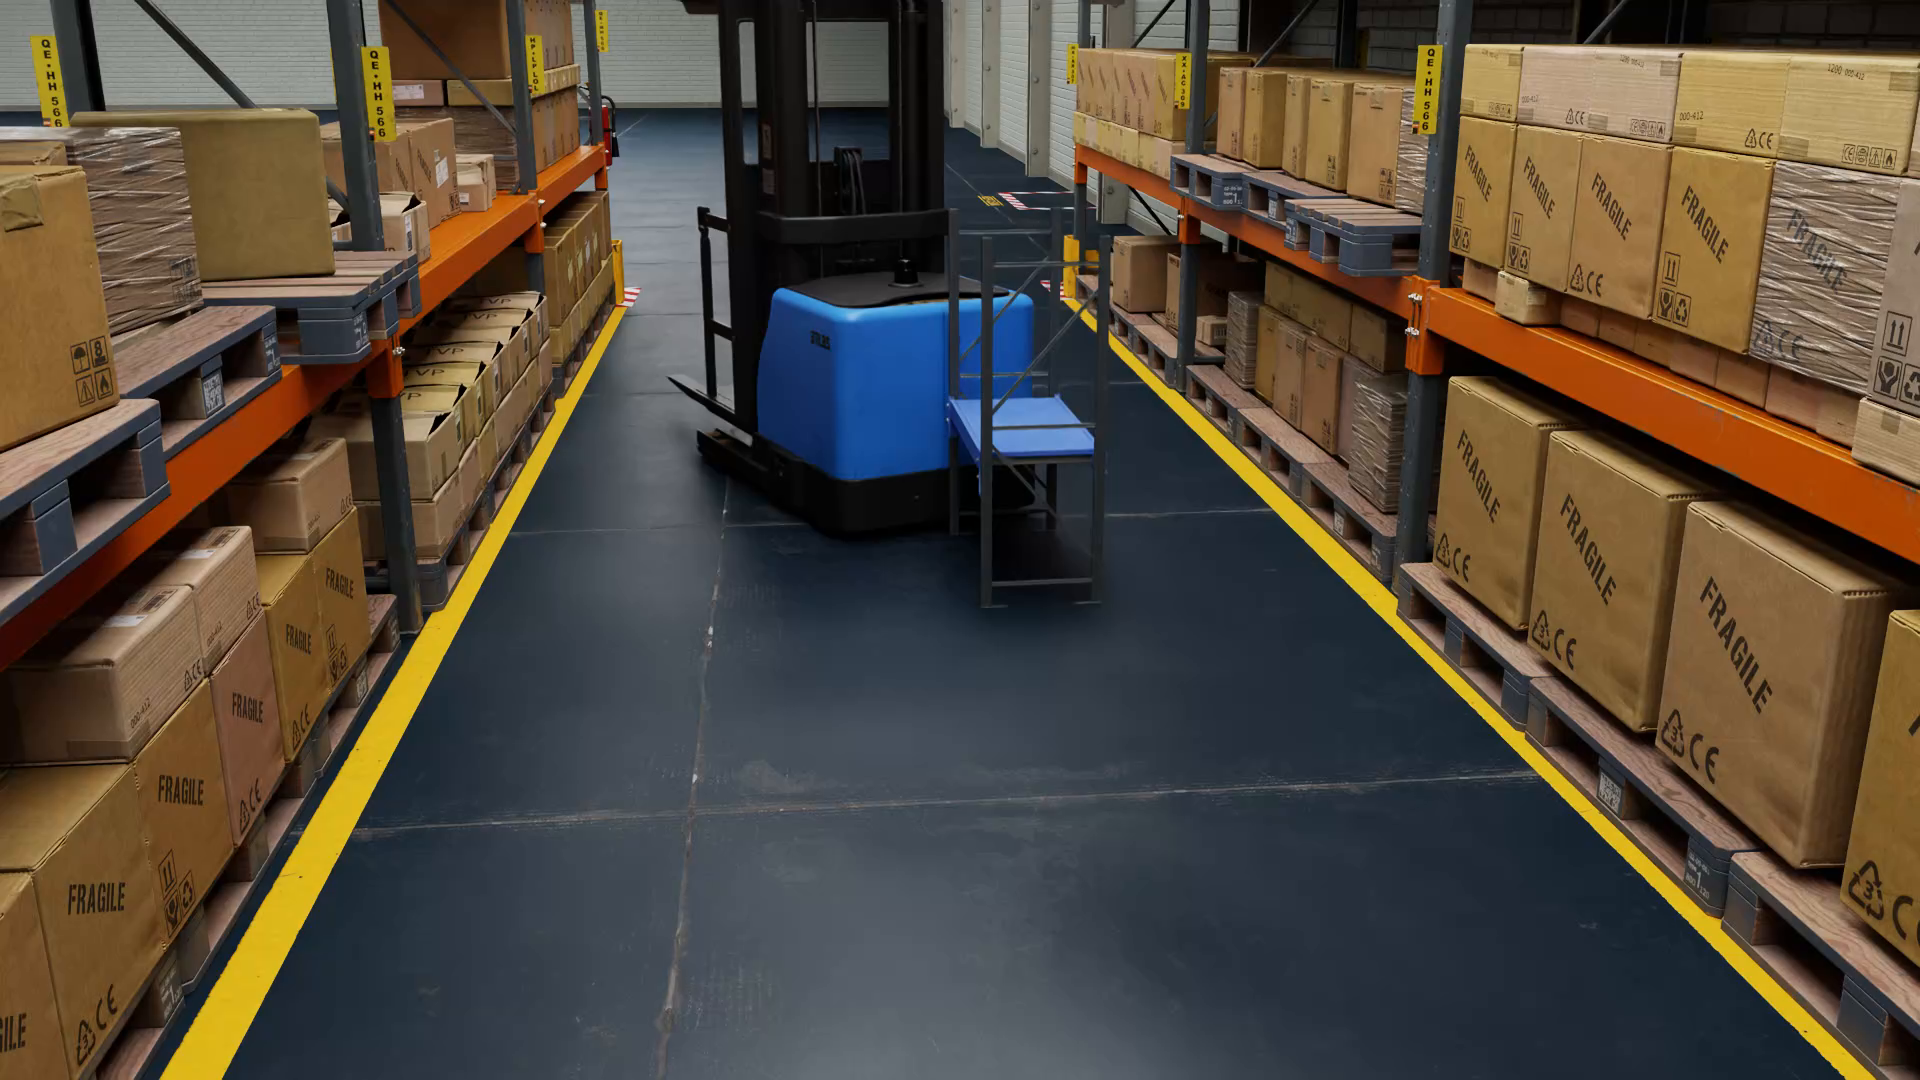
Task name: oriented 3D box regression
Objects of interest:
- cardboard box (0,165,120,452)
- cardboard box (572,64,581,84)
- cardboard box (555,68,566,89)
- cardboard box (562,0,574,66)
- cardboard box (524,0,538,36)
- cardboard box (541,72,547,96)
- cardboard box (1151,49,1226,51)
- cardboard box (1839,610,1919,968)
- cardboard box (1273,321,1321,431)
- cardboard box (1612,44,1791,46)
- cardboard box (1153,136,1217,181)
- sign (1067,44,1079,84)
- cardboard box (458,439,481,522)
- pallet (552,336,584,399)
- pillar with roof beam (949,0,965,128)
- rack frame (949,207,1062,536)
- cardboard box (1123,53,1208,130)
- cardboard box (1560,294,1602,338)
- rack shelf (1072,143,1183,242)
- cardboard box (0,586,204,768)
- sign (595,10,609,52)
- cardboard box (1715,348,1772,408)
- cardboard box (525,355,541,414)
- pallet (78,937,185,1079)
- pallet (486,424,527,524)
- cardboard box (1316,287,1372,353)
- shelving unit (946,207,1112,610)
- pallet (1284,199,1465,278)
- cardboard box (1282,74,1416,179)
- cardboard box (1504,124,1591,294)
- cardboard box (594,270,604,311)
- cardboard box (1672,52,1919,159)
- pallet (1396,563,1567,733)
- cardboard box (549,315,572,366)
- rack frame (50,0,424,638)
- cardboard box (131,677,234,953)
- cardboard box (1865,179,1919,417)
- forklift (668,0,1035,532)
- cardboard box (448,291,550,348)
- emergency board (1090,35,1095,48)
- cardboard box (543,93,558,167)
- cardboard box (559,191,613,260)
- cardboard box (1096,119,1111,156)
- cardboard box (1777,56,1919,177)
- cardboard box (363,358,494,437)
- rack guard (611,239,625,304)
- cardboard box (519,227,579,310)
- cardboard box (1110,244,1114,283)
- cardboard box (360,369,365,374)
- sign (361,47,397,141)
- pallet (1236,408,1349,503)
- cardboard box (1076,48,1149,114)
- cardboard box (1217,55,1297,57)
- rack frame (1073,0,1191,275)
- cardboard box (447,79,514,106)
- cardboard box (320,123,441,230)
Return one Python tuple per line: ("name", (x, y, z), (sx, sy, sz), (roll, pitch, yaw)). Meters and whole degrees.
("cardboard box", (-2.162, -0.463, 3.277), (0.700, 0.500, 0.500), (1, 17, 3))
("cardboard box", (-3.211, -3.689, 13.169), (0.380, 0.149, 0.250), (-2, 18, -7))
("cardboard box", (-3.105, -3.381, 12.190), (0.380, 0.149, 0.250), (-1, 17, -4))
("cardboard box", (-3.399, -3.951, 12.921), (0.700, 0.500, 0.500), (-2, 18, -5))
("cardboard box", (-3.183, -3.346, 10.995), (0.700, 0.500, 0.500), (-2, 18, -6))
("cardboard box", (-2.999, -3.075, 11.214), (0.380, 0.149, 0.250), (-2, 18, -7))
("cardboard box", (1.789, -3.605, 13.118), (0.500, 0.500, 0.500), (-2, 17, -5))
("cardboard box", (2.529, 0.617, 3.591), (0.750, 0.750, 0.750), (-2, 17, -5))
("cardboard box", (2.108, -0.895, 8.958), (0.700, 0.500, 0.500), (-2, 17, -5))
("cardboard box", (2.617, -1.640, 5.944), (0.500, 0.250, 0.500), (-1, 17, -4))
("cardboard box", (1.550, -2.472, 10.759), (0.500, 0.250, 0.500), (-2, 18, -6))
("sign", (0.948, -3.990, 13.933), (0.100, 0.325, 0.005), (-2, 18, -6))
("cardboard box", (-2.429, -0.259, 7.385), (0.500, 0.250, 0.500), (-2, 18, -7))
("pallet", (-3.067, -1.156, 11.006), (1.003, 0.211, 1.213), (-2, 18, -6))
("pillar with roof beam", (-4.338, -13.292, 34.991), (9.100, 9.000, 0.400), (-2, 18, -6))
("rack frame", (0.199, -0.746, 7.551), (0.500, 1.500, 0.032), (-2, 18, -7))
("cardboard box", (1.445, -3.128, 11.598), (0.500, 0.500, 0.500), (-2, 18, -7))
("cardboard box", (2.225, -0.766, 5.497), (0.380, 0.149, 0.250), (-2, 18, -6))
("rack shelf", (1.694, -2.655, 12.326), (1.077, 0.370, 4.000), (-2, 18, -6))
("cardboard box", (-2.113, 0.311, 3.865), (0.500, 0.250, 0.500), (-2, 18, -6))
("sign", (-2.898, -4.118, 13.456), (0.100, 0.325, 0.005), (-2, 18, -6))
("cardboard box", (2.305, -0.460, 4.519), (0.380, 0.149, 0.250), (-1, 17, -4))
("cardboard box", (-2.645, -0.871, 9.333), (0.500, 0.250, 0.500), (-2, 18, -6))
("pallet", (-2.323, 1.225, 3.423), (1.003, 0.211, 1.213), (-2, 18, -6))
("pallet", (-2.783, -0.335, 8.391), (1.003, 0.211, 1.213), (-2, 18, -6))
("cardboard box", (2.132, -1.123, 8.433), (0.500, 0.250, 0.500), (-2, 18, -6))
("shelving unit", (0.266, -0.595, 7.070), (0.538, 1.500, 1.048), (-2, 18, -7))
("pallet", (2.133, -1.328, 7.219), (1.213, 0.211, 1.003), (-2, 18, -6))
("cardboard box", (2.068, -2.145, 8.600), (0.700, 0.500, 0.500), (1, 17, 2))
("cardboard box", (2.153, -1.100, 5.478), (0.500, 0.500, 0.500), (-1, 17, -4))
("cardboard box", (-2.974, -1.880, 12.547), (0.500, 0.250, 0.500), (-2, 18, -6))
("cardboard box", (2.273, -1.163, 4.425), (0.500, 0.250, 0.500), (-2, 18, -7))
("pallet", (2.319, 0.357, 6.186), (1.003, 0.211, 1.213), (-2, 18, -6))
("cardboard box", (-2.773, -1.284, 10.648), (0.500, 0.250, 0.500), (-2, 18, -6))
("rack frame", (-2.614, -1.056, 6.033), (1.000, 3.000, 0.127), (-2, 18, -6))
("cardboard box", (-2.120, 0.659, 4.009), (0.500, 0.500, 0.500), (-2, 17, -5))
("cardboard box", (2.364, -0.499, 3.562), (0.500, 0.500, 0.500), (-2, 18, -5))
("forklift", (-0.773, -1.830, 8.614), (1.130, 2.935, 3.031), (-9, 20, -26))
("cardboard box", (-2.700, -1.292, 9.738), (0.500, 0.311, 0.500), (-2, 18, -6))
("emergency board", (1.584, -5.937, 21.580), (0.194, 1.169, 0.643), (-2, 18, -6))
("cardboard box", (-3.242, -2.887, 11.697), (0.700, 0.500, 0.500), (-1, 17, -4))
("cardboard box", (-3.088, -2.535, 13.382), (0.500, 0.500, 0.500), (-2, 18, -6))
("cardboard box", (1.336, -3.070, 12.666), (0.500, 0.250, 0.500), (-2, 18, -7))
("cardboard box", (2.327, -1.011, 3.942), (0.500, 0.250, 0.500), (-1, 17, -5))
("cardboard box", (-2.489, -0.686, 7.806), (0.500, 0.311, 0.500), (-2, 18, -7))
("rack guard", (-3.442, -2.254, 14.022), (1.175, 0.500, 0.348), (-2, 18, -6))
("cardboard box", (-2.823, -1.791, 11.010), (0.500, 0.500, 0.500), (-2, 18, -6))
("cardboard box", (1.469, -2.312, 13.788), (0.500, 0.311, 0.500), (-4, 18, -12))
("cardboard box", (-3.072, -0.815, 8.219), (0.500, 0.311, 0.500), (-1, 17, -4))
("sign", (-2.076, -1.590, 5.934), (0.100, 0.325, 0.005), (-2, 18, -6))
("pallet", (2.111, -0.475, 8.839), (1.003, 0.211, 1.213), (-2, 18, -6))
("cardboard box", (1.238, -3.738, 13.541), (0.500, 0.500, 0.500), (-2, 18, -6))
("cardboard box", (2.010, -2.998, 11.185), (0.500, 0.500, 0.500), (-2, 18, -6))
("rack frame", (1.487, -3.594, 14.116), (1.000, 3.000, 0.127), (-2, 18, -6))
("cardboard box", (-2.862, -2.691, 9.991), (0.380, 0.149, 0.250), (-2, 18, -6))
("cardboard box", (-2.858, -1.760, 8.109), (0.500, 0.500, 0.500), (-2, 18, -6))
